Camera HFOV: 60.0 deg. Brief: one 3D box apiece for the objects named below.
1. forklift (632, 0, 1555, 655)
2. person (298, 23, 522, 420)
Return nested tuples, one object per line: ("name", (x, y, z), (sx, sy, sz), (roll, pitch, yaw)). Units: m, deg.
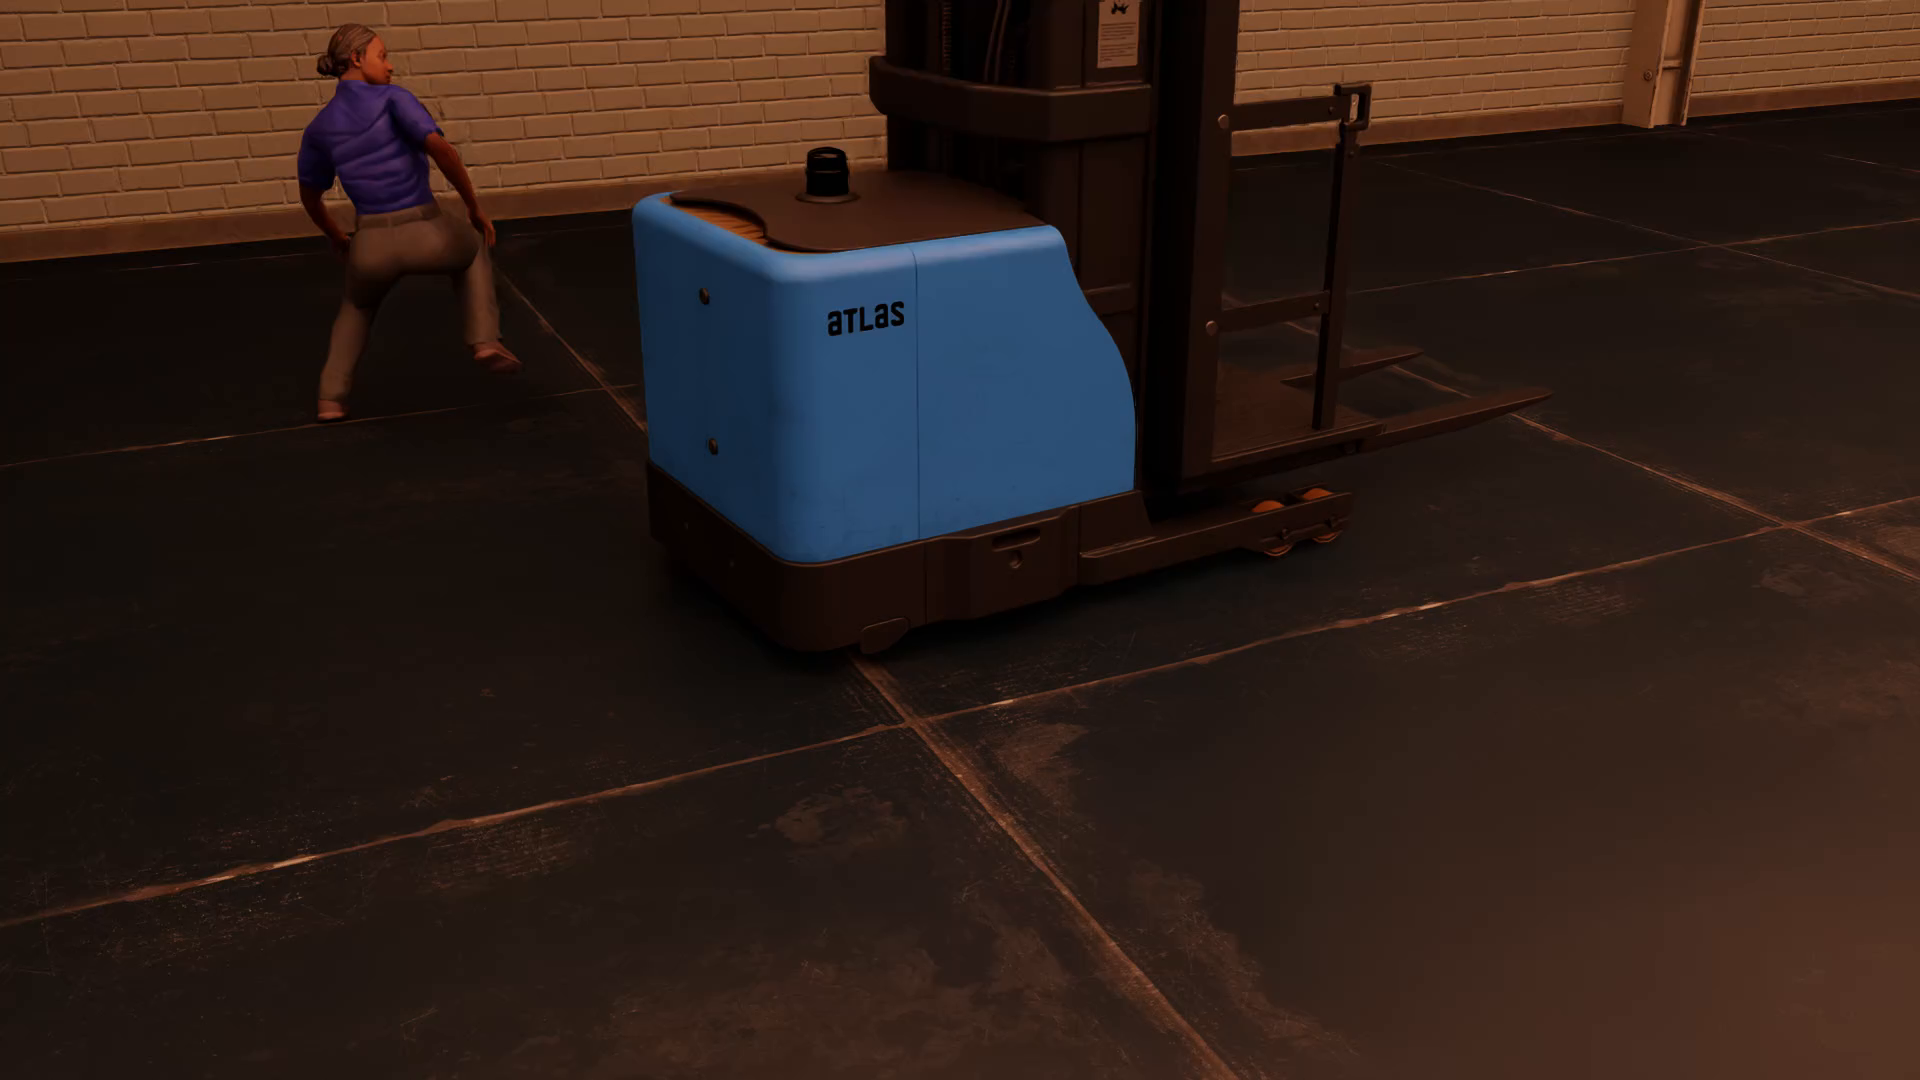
("forklift", (0.600, -1.462, 4.806), (3.031, 2.935, 1.130), (-13, 26, -29))
("person", (-2.053, -1.135, 6.069), (0.743, 1.435, 0.617), (-1, 23, -3))
